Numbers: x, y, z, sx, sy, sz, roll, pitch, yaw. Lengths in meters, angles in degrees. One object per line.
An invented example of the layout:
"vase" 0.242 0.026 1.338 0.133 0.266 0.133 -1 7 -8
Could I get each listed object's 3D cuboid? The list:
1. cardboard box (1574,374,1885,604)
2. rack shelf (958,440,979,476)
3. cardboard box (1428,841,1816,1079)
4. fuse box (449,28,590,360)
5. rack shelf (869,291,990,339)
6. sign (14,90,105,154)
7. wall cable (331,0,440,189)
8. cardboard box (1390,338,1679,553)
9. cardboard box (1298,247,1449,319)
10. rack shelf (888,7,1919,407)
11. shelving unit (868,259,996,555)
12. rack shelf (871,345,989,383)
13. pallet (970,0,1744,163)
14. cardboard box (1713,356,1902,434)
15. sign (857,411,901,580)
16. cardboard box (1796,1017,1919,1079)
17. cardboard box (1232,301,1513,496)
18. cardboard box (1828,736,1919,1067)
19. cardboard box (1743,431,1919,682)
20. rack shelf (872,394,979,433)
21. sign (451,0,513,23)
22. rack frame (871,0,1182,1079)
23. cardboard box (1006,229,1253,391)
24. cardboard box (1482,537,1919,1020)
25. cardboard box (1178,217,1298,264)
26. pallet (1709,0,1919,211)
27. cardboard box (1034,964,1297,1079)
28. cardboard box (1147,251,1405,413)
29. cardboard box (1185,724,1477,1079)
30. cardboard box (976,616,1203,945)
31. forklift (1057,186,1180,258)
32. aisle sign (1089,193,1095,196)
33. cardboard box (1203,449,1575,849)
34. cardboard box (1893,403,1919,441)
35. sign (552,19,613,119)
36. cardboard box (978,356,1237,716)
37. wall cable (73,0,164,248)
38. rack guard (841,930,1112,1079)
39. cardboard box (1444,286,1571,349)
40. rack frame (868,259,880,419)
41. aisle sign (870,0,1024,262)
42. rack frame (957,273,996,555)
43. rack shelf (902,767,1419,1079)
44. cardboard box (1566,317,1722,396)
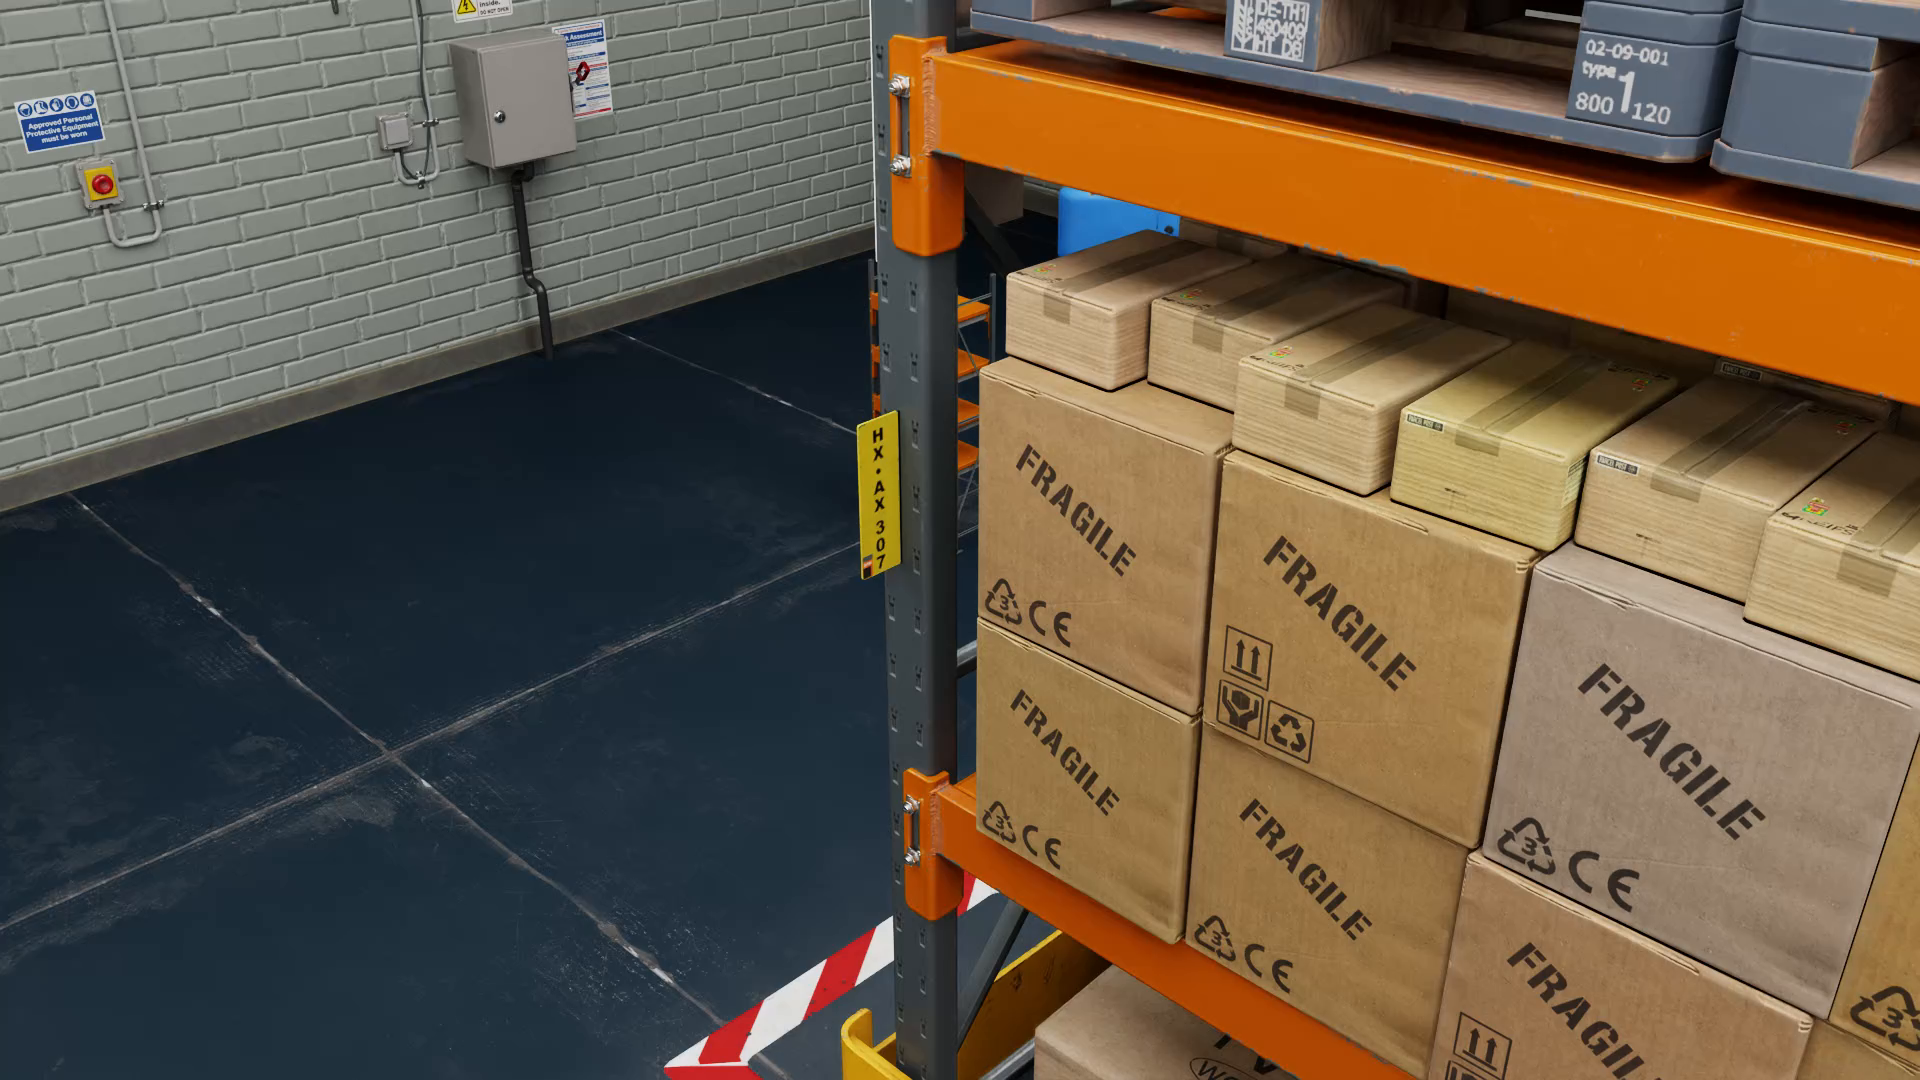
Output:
"cardboard box" 1.065 -0.080 2.301 0.380 0.149 0.250 -25 37 -39
"rack shelf" -0.118 -0.350 7.197 0.480 0.148 0.258 25 36 38
"cardboard box" 1.111 0.689 2.610 0.500 0.500 0.500 24 36 38
"fuse box" -2.221 -1.758 8.755 0.414 1.711 0.539 25 36 38
"rack shelf" -0.118 -0.933 6.891 0.480 0.148 0.258 25 36 38
"sign" -3.875 -1.802 7.164 0.001 0.218 0.327 25 36 38
"wall cable" -2.811 -2.603 7.886 0.122 1.984 0.588 25 36 38
"cardboard box" 0.841 -0.148 2.430 0.250 0.149 0.380 23 36 37
"cardboard box" 0.834 -0.495 3.090 0.380 0.149 0.250 -25 36 -38
"rack shelf" 1.666 -0.203 1.964 4.000 0.370 1.077 25 36 38
"shelving unit" -0.118 -0.585 7.073 0.503 1.200 0.258 25 36 38
"rack shelf" -0.118 -0.724 7.001 0.480 0.148 0.258 25 36 38
"pallet" 0.776 -0.897 2.604 1.213 0.211 1.003 25 36 38
"cardboard box" 1.365 -0.234 2.594 0.250 0.149 0.380 24 36 38
"sign" -0.154 -0.083 3.169 0.005 0.325 0.100 25 36 38
"cardboard box" 1.480 0.847 2.310 0.500 0.500 0.500 -24 36 -38
"cardboard box" 0.641 -0.228 2.582 0.380 0.149 0.250 -24 36 -38
"cardboard box" 1.485 0.412 2.062 0.500 0.500 0.500 25 37 39
"cardboard box" 1.214 0.015 2.119 0.380 0.149 0.250 -25 37 -39
"rack shelf" -0.118 -0.526 7.105 0.480 0.148 0.258 25 36 38
"sign" -2.407 -2.743 8.356 0.001 0.242 0.339 25 36 38
"rack frame" 0.240 0.153 3.736 0.127 3.000 1.000 25 36 38
"cardboard box" 0.299 -0.413 2.934 0.380 0.149 0.250 -24 36 -38
"cardboard box" 1.128 0.249 2.371 0.500 0.500 0.500 24 36 38
"cardboard box" 0.636 -0.570 3.232 0.380 0.149 0.250 -25 36 -39
"pallet" 1.650 -0.498 1.847 1.213 0.211 1.003 25 36 38
"cardboard box" 0.781 1.284 3.888 0.875 0.438 0.875 23 36 37
"cardboard box" 0.536 -0.351 2.816 0.380 0.149 0.250 -24 36 -38
"cardboard box" 0.761 0.517 2.937 0.500 0.500 0.500 24 36 38
"cardboard box" 0.381 0.361 3.233 0.500 0.500 0.500 24 36 38
"forklift" 1.304 -2.719 9.271 1.130 2.935 3.031 6 28 11
"aisle sign" 0.406 -1.124 3.371 0.004 0.787 0.394 25 36 38
"cardboard box" 0.756 0.084 2.686 0.500 0.500 0.500 23 36 37
"cardboard box" 1.584 -0.172 2.475 0.380 0.149 0.250 -24 36 -38
"sign" -2.022 -2.518 8.917 0.001 0.494 0.329 25 36 38
"cardboard box" 0.382 -0.082 3.002 0.500 0.500 0.500 24 36 37
"wall cable" -3.797 -2.142 6.976 0.123 1.953 0.585 25 36 38
"rack guard" 0.223 1.252 4.332 0.348 0.500 1.175 25 36 38
"cardboard box" 1.077 -0.439 2.983 0.250 0.149 0.380 24 36 38
"rack frame" -0.292 -0.665 7.225 0.015 1.200 0.240 25 36 38
"aisle sign" -0.015 -0.925 2.992 0.004 0.787 0.394 25 36 38
"rack frame" 0.056 -0.505 6.922 0.015 1.200 0.240 25 36 38
"rack shelf" 1.666 1.124 2.662 4.000 0.370 1.077 25 36 38
"cardboard box" 1.228 -0.343 2.801 0.380 0.149 0.250 -24 36 -38
